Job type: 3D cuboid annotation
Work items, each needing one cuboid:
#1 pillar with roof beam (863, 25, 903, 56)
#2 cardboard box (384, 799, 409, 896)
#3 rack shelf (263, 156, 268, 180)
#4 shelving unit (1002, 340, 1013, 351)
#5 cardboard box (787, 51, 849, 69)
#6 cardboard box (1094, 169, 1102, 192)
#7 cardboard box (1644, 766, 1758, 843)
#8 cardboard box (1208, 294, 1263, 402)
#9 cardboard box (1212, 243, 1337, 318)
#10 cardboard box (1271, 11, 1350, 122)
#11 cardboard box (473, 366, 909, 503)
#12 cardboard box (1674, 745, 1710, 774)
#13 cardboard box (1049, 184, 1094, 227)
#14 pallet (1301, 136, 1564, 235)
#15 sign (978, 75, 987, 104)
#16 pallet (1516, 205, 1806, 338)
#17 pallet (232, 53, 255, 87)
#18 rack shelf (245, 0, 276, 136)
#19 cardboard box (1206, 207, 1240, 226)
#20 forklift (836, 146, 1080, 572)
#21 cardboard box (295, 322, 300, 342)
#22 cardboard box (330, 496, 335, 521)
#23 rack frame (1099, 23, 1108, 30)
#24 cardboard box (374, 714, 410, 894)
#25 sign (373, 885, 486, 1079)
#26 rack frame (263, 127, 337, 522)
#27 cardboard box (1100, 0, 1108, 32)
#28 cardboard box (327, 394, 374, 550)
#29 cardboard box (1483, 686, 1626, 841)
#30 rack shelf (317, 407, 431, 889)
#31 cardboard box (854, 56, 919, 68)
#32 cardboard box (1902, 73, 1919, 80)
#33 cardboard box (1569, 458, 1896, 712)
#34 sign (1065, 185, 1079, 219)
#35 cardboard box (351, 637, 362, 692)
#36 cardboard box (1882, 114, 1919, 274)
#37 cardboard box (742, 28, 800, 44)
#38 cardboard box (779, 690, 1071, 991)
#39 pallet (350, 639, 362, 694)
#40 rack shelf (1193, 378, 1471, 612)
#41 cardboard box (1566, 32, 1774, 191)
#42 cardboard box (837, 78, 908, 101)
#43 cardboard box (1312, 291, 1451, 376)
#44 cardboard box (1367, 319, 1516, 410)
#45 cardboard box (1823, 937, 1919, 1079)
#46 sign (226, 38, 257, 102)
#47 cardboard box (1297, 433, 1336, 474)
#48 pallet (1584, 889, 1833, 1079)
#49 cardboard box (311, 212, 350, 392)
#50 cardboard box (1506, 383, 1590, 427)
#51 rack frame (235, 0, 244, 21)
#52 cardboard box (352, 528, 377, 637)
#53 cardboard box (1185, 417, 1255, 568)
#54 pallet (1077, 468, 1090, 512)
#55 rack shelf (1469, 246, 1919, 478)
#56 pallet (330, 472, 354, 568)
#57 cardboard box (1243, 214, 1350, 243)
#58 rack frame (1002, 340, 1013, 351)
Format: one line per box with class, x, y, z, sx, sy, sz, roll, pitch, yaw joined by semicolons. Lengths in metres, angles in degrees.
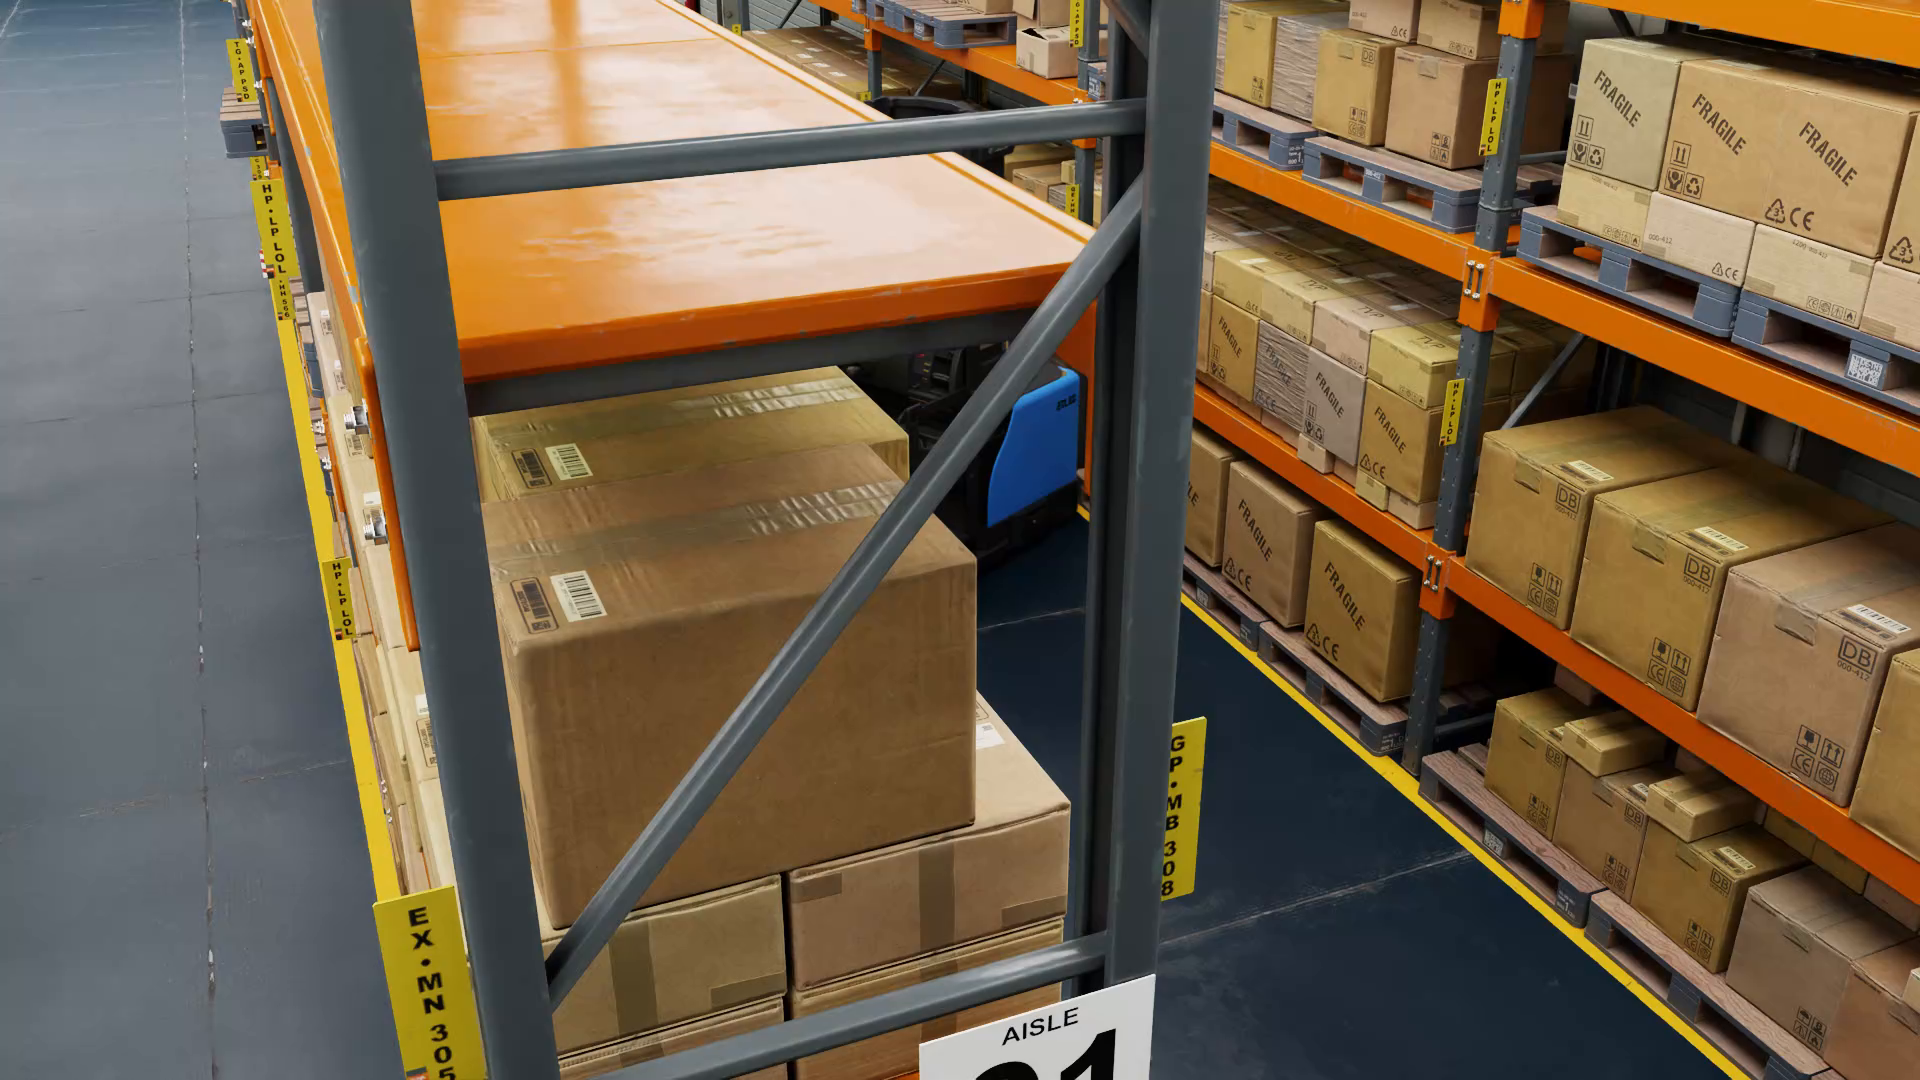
pillar with roof beam;-4.775;-6.879;15.083;9.100;9.000;0.400;-11;28;-21
cardboard box;-2.198;1.416;7.279;0.500;0.500;0.500;-11;28;-21
rack shelf;-5.658;-3.074;14.946;1.077;0.370;4.000;-11;28;-21
shelving unit;0.078;-1.250;12.006;0.755;1.500;0.431;10;36;24
cardboard box;-1.380;-4.474;16.288;0.500;0.500;0.500;-10;28;-19
cardboard box;1.086;-2.496;11.588;0.380;0.149;0.250;-15;30;-27
cardboard box;3.184;1.130;7.147;0.380;0.149;0.250;-11;28;-22
cardboard box;1.804;-1.153;9.716;0.500;0.500;0.500;-10;28;-19
cardboard box;1.805;-1.501;9.576;0.500;0.250;0.500;-11;28;-22
cardboard box;2.157;-2.604;9.131;0.700;0.500;0.500;-11;28;-21
cardboard box;-0.509;-0.008;3.176;0.700;0.500;0.500;-11;28;-21
cardboard box;3.451;0.976;7.463;0.380;0.149;0.250;-12;28;-22
cardboard box;1.055;-2.258;11.841;0.700;0.500;0.500;-14;29;-27
pallet;2.411;-1.836;8.391;0.805;0.209;1.217;-12;28;-23
sign;0.191;-4.059;14.826;0.100;0.325;0.005;-11;28;-21
pallet;3.126;-1.189;6.948;1.003;0.211;1.213;-11;28;-21
pallet;-4.097;-2.947;10.664;1.003;0.211;1.213;-9;28;-18
rack shelf;-2.525;-2.360;7.103;1.077;0.370;4.000;-11;28;-21
cardboard box;1.400;-1.908;10.408;0.500;0.250;0.500;-11;28;-21
forklift;-0.495;-1.077;10.187;1.129;2.867;3.031;19;32;34
cardboard box;-4.942;-1.585;13.094;0.500;0.311;0.500;-10;28;-20
cardboard box;-3.740;-0.349;10.562;0.500;0.311;0.500;-10;28;-19
rack frame;1.246;-4.523;10.257;0.949;2.616;0.053;-11;28;-21
cardboard box;-1.413;0.800;4.939;0.500;0.500;0.500;-11;28;-22
sign;-0.694;0.596;2.182;0.100;0.325;0.005;-11;28;-21
rack frame;-3.308;-0.975;9.828;1.000;3.000;0.127;-11;28;-21
cardboard box;1.178;-3.559;11.566;0.500;0.500;0.500;-11;28;-21
cardboard box;-1.397;-0.221;4.466;0.500;0.250;0.500;-11;28;-21
cardboard box;3.014;1.041;8.068;0.700;0.500;0.500;-10;28;-20
rack shelf;-0.958;0.423;4.366;1.077;0.370;4.000;-11;28;-21
cardboard box;-0.699;-4.358;16.050;0.500;0.500;0.500;-10;28;-19
cardboard box;3.731;-1.406;6.016;0.500;0.500;0.500;-12;28;-22
cardboard box;3.293;0.170;7.141;0.980;0.700;0.700;-11;28;-22
sign;0.753;-2.215;11.138;0.100;0.325;0.005;-11;28;-21
cardboard box;-2.991;0.597;8.955;0.500;0.500;0.500;-11;28;-21
cardboard box;3.446;-1.111;5.411;0.500;0.500;0.500;-12;28;-23
cardboard box;-1.974;-5.091;17.552;0.500;0.500;0.500;-11;28;-21
cardboard box;-0.137;0.498;2.994;0.500;0.250;0.500;-11;28;-21
pallet;-3.050;0.586;9.809;1.003;0.211;1.213;-11;28;-21
rack shelf;2.032;-0.697;10.078;1.077;0.370;4.000;-11;28;-21
cardboard box;2.836;-1.728;6.675;0.500;0.500;0.500;-11;28;-21
cardboard box;-0.788;-3.858;15.027;0.500;0.500;0.500;-11;28;-21
cardboard box;2.205;-1.090;8.733;0.500;0.250;0.500;-10;28;-19
cardboard box;2.397;-0.882;8.307;0.500;0.250;0.500;-10;28;-19
cardboard box;3.819;1.869;6.373;0.700;0.500;0.500;-11;28;-21
sign;-3.822;-2.499;8.850;0.100;0.325;0.005;-11;28;-21
cardboard box;2.084;-0.503;9.125;0.380;0.149;0.250;-11;28;-21
pallet;3.522;1.854;7.212;1.003;0.211;1.213;-11;28;-21
cardboard box;-1.451;-0.786;4.769;0.700;0.500;0.500;-11;28;-21
cardboard box;2.867;-0.629;8.644;0.500;0.500;0.500;-12;28;-22
rack frame;-4.875;-5.285;11.819;1.000;3.000;0.127;-11;28;-21
cardboard box;-1.392;0.003;4.577;0.500;0.250;0.500;-11;28;-21
cardboard box;1.753;-0.376;10.573;0.750;0.750;0.750;-11;28;-21
pallet;1.488;-0.243;11.507;1.003;0.211;1.213;-11;28;-21
rack shelf;3.598;-0.430;6.113;1.077;0.370;4.000;-11;28;-21
pallet;-2.542;-0.104;8.263;1.003;0.211;1.213;-11;28;-21
cardboard box;2.062;-1.796;10.179;0.500;0.250;0.500;-11;28;-22
rack frame;0.408;-1.195;11.858;0.023;1.500;0.400;10;36;24
